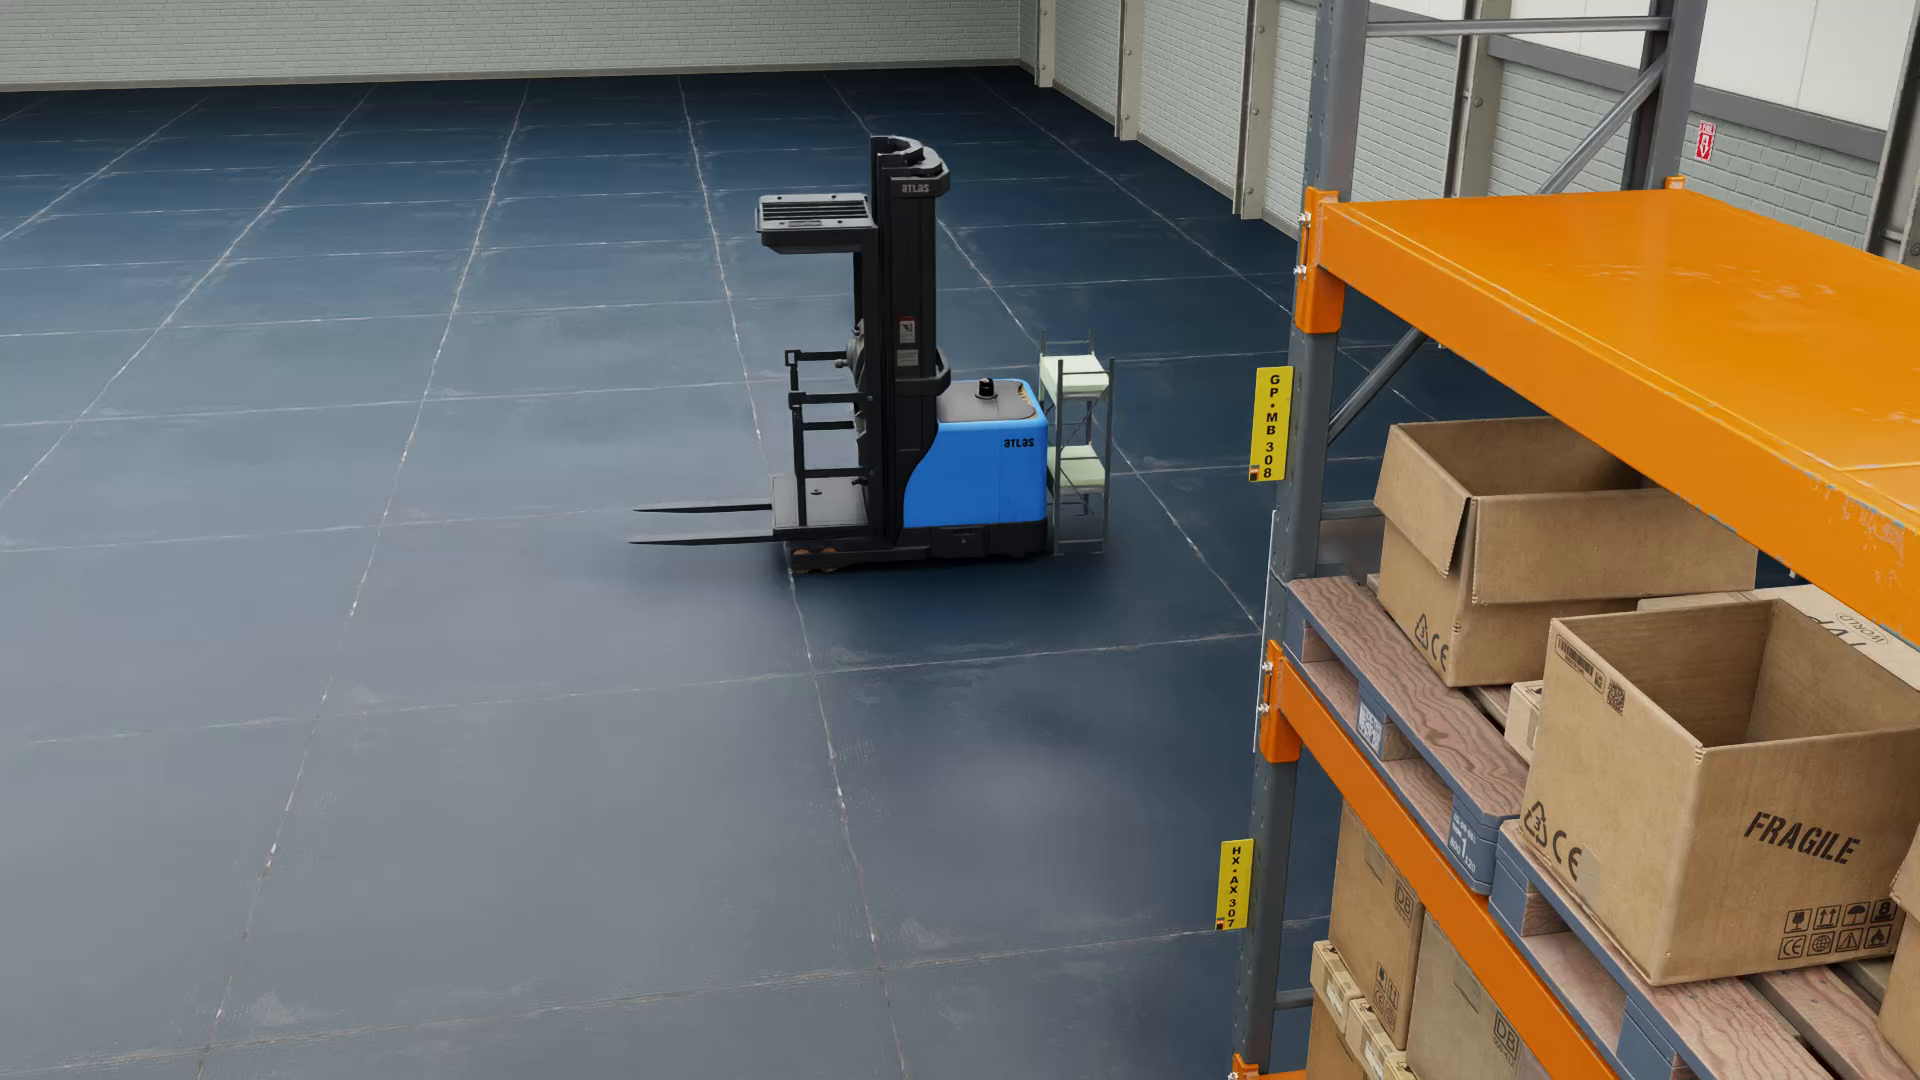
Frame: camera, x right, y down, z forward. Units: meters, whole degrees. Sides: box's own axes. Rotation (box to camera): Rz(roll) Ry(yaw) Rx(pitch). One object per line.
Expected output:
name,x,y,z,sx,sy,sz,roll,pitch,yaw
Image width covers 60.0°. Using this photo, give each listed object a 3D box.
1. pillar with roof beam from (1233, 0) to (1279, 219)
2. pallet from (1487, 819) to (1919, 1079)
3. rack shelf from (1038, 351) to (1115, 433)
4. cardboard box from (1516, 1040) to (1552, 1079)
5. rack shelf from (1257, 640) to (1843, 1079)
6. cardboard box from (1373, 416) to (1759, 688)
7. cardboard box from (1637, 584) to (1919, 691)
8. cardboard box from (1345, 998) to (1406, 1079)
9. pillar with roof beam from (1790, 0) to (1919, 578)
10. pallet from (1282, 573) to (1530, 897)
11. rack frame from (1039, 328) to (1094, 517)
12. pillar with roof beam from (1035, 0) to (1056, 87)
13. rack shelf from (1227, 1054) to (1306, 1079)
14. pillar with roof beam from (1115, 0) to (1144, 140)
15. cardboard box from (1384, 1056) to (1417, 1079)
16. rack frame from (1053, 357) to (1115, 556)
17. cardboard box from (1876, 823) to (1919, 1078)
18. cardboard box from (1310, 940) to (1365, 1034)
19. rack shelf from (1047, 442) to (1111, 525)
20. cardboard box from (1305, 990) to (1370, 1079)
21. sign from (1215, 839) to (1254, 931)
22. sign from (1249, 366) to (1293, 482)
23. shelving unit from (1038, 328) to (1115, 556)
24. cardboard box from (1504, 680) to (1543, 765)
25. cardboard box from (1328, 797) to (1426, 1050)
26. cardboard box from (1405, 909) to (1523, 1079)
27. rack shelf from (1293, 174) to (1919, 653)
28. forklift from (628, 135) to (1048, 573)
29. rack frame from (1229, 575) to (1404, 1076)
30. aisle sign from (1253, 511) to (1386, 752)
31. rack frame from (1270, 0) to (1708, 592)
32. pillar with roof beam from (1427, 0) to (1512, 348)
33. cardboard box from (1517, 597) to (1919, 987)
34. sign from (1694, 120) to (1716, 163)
pillar with roof beam,-0.320,-8.209,20.044,9.100,9.000,0.400,-4,24,-10
pallet,1.727,0.886,3.080,1.003,0.211,1.213,-4,24,-10
rack shelf,0.842,-1.087,12.132,0.431,0.370,0.720,-3,24,-6
cardboard box,1.672,1.429,3.728,0.700,0.500,0.500,-4,24,-10
rack shelf,1.762,1.201,3.147,1.077,0.370,4.000,-4,24,-10
cardboard box,1.494,0.007,4.153,0.797,0.503,0.637,-3,24,-6
cardboard box,1.864,0.330,3.730,0.500,0.250,0.500,-4,24,-10
cardboard box,1.305,1.390,4.628,0.380,0.149,0.250,-5,24,-11
pillar with roof beam,1.899,-3.489,9.237,9.100,9.000,0.400,-4,24,-10
pallet,1.498,0.405,4.181,1.003,0.211,1.213,-4,24,-10
rack frame,0.797,-0.875,12.621,0.400,1.500,0.023,-3,24,-6
pillar with roof beam,-2.539,-12.929,30.851,9.100,9.000,0.400,-4,24,-10
rack shelf,1.762,2.575,3.747,1.077,0.370,4.000,-4,24,-10
pillar with roof beam,-1.429,-10.569,25.448,9.100,9.000,0.400,-4,24,-10
cardboard box,1.350,1.488,4.403,0.380,0.149,0.250,-4,24,-10
rack frame,0.886,-0.584,11.956,0.400,1.500,0.023,-3,24,-6
cardboard box,1.951,0.697,2.574,0.797,0.503,0.637,-2,24,-4
cardboard box,1.253,1.286,4.865,0.380,0.149,0.250,-4,24,-10
rack shelf,0.842,-0.431,12.419,0.431,0.370,0.720,-3,24,-6
cardboard box,1.466,1.598,4.962,0.700,0.500,0.500,-4,24,-10
sign,0.846,1.065,5.127,0.100,0.325,0.005,-4,24,-10
sign,0.846,-0.314,4.525,0.100,0.325,0.005,-4,24,-10
shelving unit,0.842,-0.729,12.289,0.431,1.500,0.755,-3,24,-6
cardboard box,1.437,0.419,3.653,0.380,0.149,0.250,-4,24,-10
cardboard box,1.476,1.024,4.655,0.700,0.500,0.500,-4,24,-10
cardboard box,1.578,1.230,4.182,0.700,0.500,0.500,-5,24,-11
rack shelf,1.762,0.009,2.627,1.077,0.370,4.000,-4,24,-10
forklift,-0.915,-1.329,11.874,3.031,2.935,1.130,-3,24,-6
rack frame,1.392,1.459,5.405,1.000,3.000,0.127,-4,24,-10
aisle sign,1.079,0.264,4.892,0.394,0.787,0.004,-4,24,-10
rack frame,1.392,-1.290,4.204,1.000,3.000,0.127,-4,24,-10
pillar with roof beam,0.790,-5.849,14.641,9.100,9.000,0.400,-4,24,-10
cardboard box,1.431,0.455,3.130,0.500,0.500,0.500,-4,24,-10
sign,5.807,-3.106,12.959,0.001,0.298,0.199,-4,24,-10
